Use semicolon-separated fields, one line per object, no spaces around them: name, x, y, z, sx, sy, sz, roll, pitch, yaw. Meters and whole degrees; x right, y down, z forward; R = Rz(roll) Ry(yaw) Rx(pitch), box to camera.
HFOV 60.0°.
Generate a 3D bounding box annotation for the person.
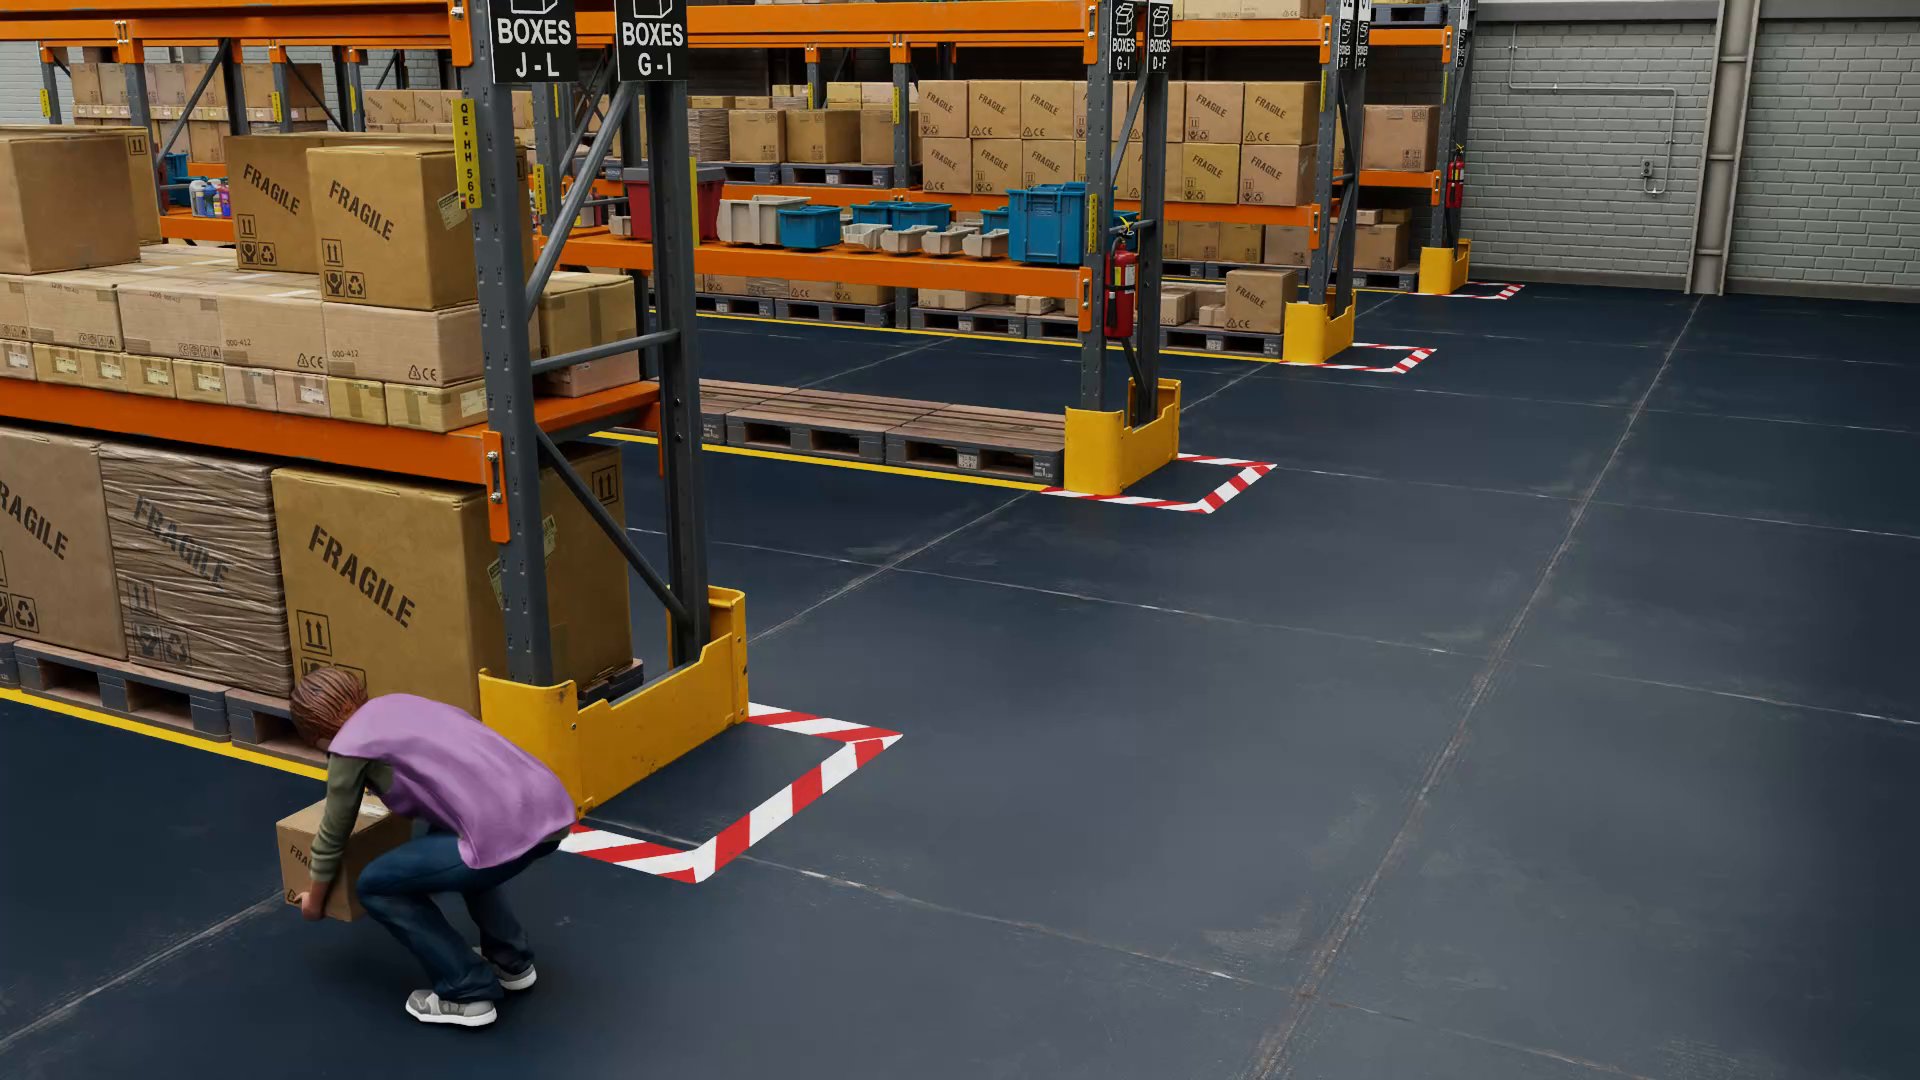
person;-1.429;0.814;4.489;0.841;0.900;0.423;7;18;24
